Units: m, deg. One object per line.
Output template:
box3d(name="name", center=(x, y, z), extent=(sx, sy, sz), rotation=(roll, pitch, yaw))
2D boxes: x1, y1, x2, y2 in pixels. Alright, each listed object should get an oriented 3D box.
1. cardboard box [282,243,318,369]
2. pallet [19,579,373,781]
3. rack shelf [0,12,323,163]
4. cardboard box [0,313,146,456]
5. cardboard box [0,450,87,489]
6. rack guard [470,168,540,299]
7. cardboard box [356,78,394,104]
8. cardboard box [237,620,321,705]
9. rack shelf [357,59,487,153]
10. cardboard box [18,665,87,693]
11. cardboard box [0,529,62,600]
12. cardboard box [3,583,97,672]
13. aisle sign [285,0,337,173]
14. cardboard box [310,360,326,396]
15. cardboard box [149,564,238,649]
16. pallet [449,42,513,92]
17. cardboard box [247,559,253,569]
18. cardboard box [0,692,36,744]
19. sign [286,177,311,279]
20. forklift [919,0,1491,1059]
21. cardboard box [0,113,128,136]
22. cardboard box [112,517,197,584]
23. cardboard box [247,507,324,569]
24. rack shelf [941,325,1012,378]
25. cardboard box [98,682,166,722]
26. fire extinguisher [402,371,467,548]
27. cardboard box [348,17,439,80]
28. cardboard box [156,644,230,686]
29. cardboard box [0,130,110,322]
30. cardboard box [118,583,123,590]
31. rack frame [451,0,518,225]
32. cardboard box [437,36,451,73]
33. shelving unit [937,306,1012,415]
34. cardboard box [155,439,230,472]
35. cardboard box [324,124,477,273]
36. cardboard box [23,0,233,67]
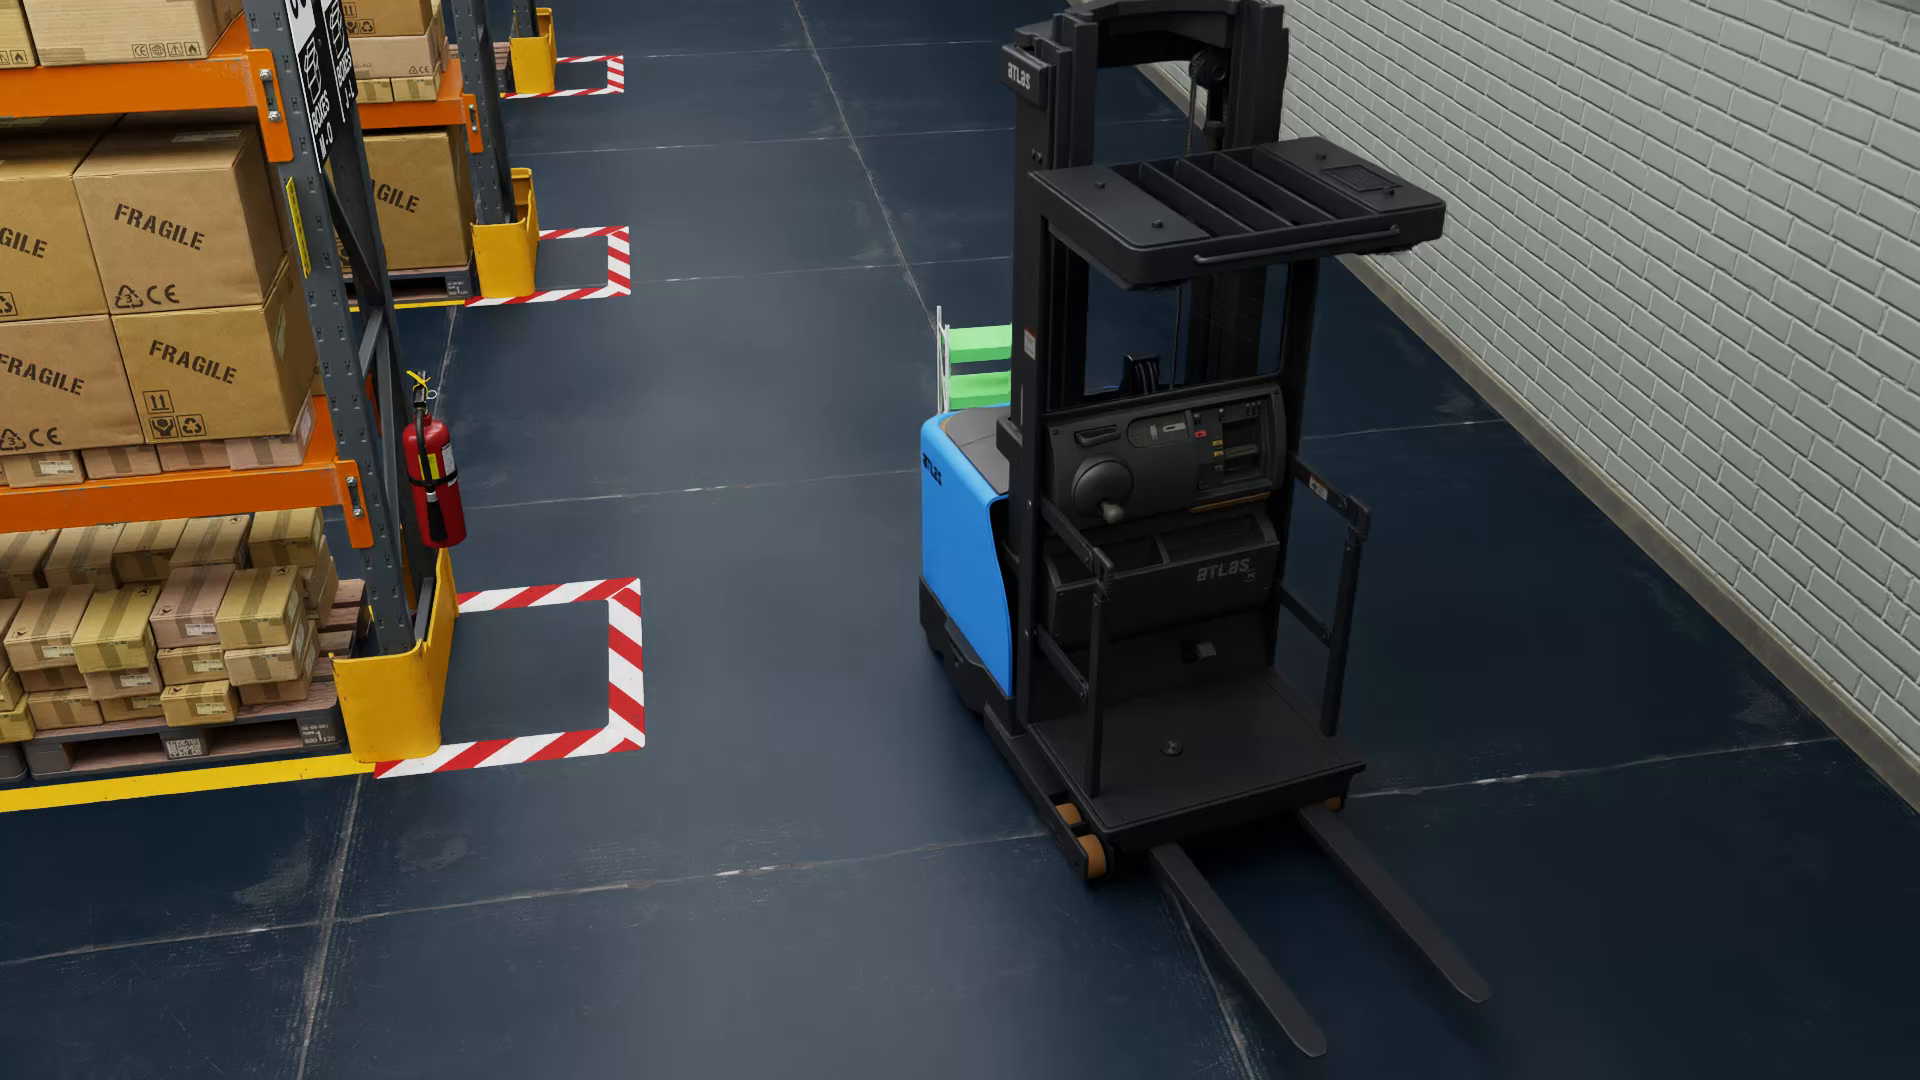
box3d(name="cardboard box", center=(-2.810, -0.967, 6.542), extent=(0.500, 0.500, 0.500), rotation=(-4, 31, -7))
box3d(name="pallet", center=(-3.199, 0.567, 7.077), extent=(1.213, 0.211, 1.003), rotation=(-5, 31, -9))
box3d(name="rack shelf", center=(-4.286, -1.499, 5.590), extent=(4.000, 0.370, 1.077), rotation=(-5, 31, -9))
box3d(name="cardboard box", center=(-3.222, -0.656, 6.014), extent=(0.500, 0.500, 0.500), rotation=(-6, 31, -10))
box3d(name="cardboard box", center=(-3.331, -0.350, 6.134), extent=(0.250, 0.149, 0.380), rotation=(-4, 31, -8))
box3d(name="rack guard", center=(-3.089, -2.105, 11.337), extent=(0.348, 0.500, 1.175), rotation=(-5, 31, -9))
box3d(name="cardboard box", center=(-3.659, -2.851, 10.387), extent=(0.250, 0.149, 0.380), rotation=(-5, 31, -8))
box3d(name="cardboard box", center=(-2.799, 0.501, 6.836), extent=(0.250, 0.149, 0.380), rotation=(-5, 31, -8))
box3d(name="rack shelf", center=(-5.080, -2.688, 10.572), extent=(4.000, 0.370, 1.077), rotation=(-5, 31, -9))
box3d(name="cardboard box", center=(-3.580, 0.433, 6.659), extent=(0.250, 0.149, 0.380), rotation=(-6, 31, -10))
box3d(name="cardboard box", center=(-3.919, 0.100, 6.932), extent=(0.250, 0.149, 0.380), rotation=(-4, 31, -7))
box3d(name="cardboard box", center=(-3.549, 0.341, 6.522), extent=(0.250, 0.149, 0.380), rotation=(-7, 31, -11))
box3d(name="aisle sign", center=(-2.193, -1.676, 5.577), extent=(0.004, 0.787, 0.394), rotation=(-5, 31, -9))
box3d(name="cardboard box", center=(-2.696, -0.724, 6.770), extent=(0.250, 0.149, 0.380), rotation=(-6, 31, -9))
box3d(name="cardboard box", center=(-3.051, 0.262, 6.657), extent=(0.250, 0.149, 0.380), rotation=(-5, 31, -8))
box3d(name="pallet", center=(-4.823, -4.392, 15.511), extent=(1.213, 0.211, 1.003), rotation=(-5, 31, -9))
box3d(name="cardboard box", center=(-3.160, 0.138, 7.161), extent=(0.250, 0.149, 0.380), rotation=(-5, 31, -9))
box3d(name="cardboard box", center=(-3.789, 0.640, 6.600), extent=(0.250, 0.149, 0.380), rotation=(-7, 31, -11))
box3d(name="sign", center=(-2.238, -1.055, 5.631), extent=(0.005, 0.325, 0.100), rotation=(-5, 31, -9))
box3d(name="forklift", center=(0.833, -0.256, 5.793), extent=(1.130, 2.935, 3.031), rotation=(-11, 32, -19))
box3d(name="cardboard box", center=(-3.303, -1.343, 6.196), extent=(0.500, 0.500, 0.500), rotation=(-4, 31, -7))
box3d(name="cardboard box", center=(-3.416, 0.016, 7.075), extent=(0.250, 0.149, 0.380), rotation=(-5, 31, -9))
box3d(name="cardboard box", center=(-2.895, -0.029, 7.151), extent=(0.250, 0.149, 0.380), rotation=(-7, 31, -11))
box3d(name="rack shelf", center=(0.163, -0.891, 7.761), extent=(0.480, 0.148, 0.258), rotation=(-5, 31, -9))
box3d(name="cardboard box", center=(-3.309, 0.557, 6.742), extent=(0.250, 0.149, 0.380), rotation=(-5, 31, -9))
box3d(name="fire extinguisher", center=(-1.988, -0.297, 6.240), extent=(0.183, 0.674, 0.296), rotation=(-5, 31, -9))
box3d(name="cardboard box", center=(-3.542, -3.068, 10.362), extent=(0.500, 0.250, 0.500), rotation=(-6, 31, -10))
box3d(name="cardboard box", center=(-3.053, 0.409, 6.700), extent=(0.250, 0.149, 0.380), rotation=(-6, 31, -10))
box3d(name="cardboard box", center=(-3.222, -1.089, 5.764), extent=(0.500, 0.500, 0.500), rotation=(-6, 31, -11))
box3d(name="cardboard box", center=(-3.657, 0.174, 7.100), extent=(0.250, 0.149, 0.380), rotation=(-4, 31, -7))
box3d(name="rack frame", center=(-3.113, -3.181, 10.700), extent=(0.127, 3.000, 1.000), rotation=(-5, 31, -9))
box3d(name="cardboard box", center=(-3.521, -3.204, 10.988), extent=(0.250, 0.149, 0.380), rotation=(-5, 31, -8))
box3d(name="shelving unit", center=(0.163, -0.532, 7.972), extent=(0.503, 1.200, 0.258), rotation=(-5, 31, -9))
box3d(name="cardboard box", center=(-2.840, -0.416, 6.245), extent=(0.250, 0.149, 0.380), rotation=(-5, 31, -9))
box3d(name="cardboard box", center=(-3.728, -2.347, 10.965), extent=(0.875, 0.875, 0.875), rotation=(-5, 31, -9))
box3d(name="cardboard box", center=(-2.718, -1.753, 5.461), extent=(0.500, 0.250, 0.500), rotation=(-6, 31, -10))
